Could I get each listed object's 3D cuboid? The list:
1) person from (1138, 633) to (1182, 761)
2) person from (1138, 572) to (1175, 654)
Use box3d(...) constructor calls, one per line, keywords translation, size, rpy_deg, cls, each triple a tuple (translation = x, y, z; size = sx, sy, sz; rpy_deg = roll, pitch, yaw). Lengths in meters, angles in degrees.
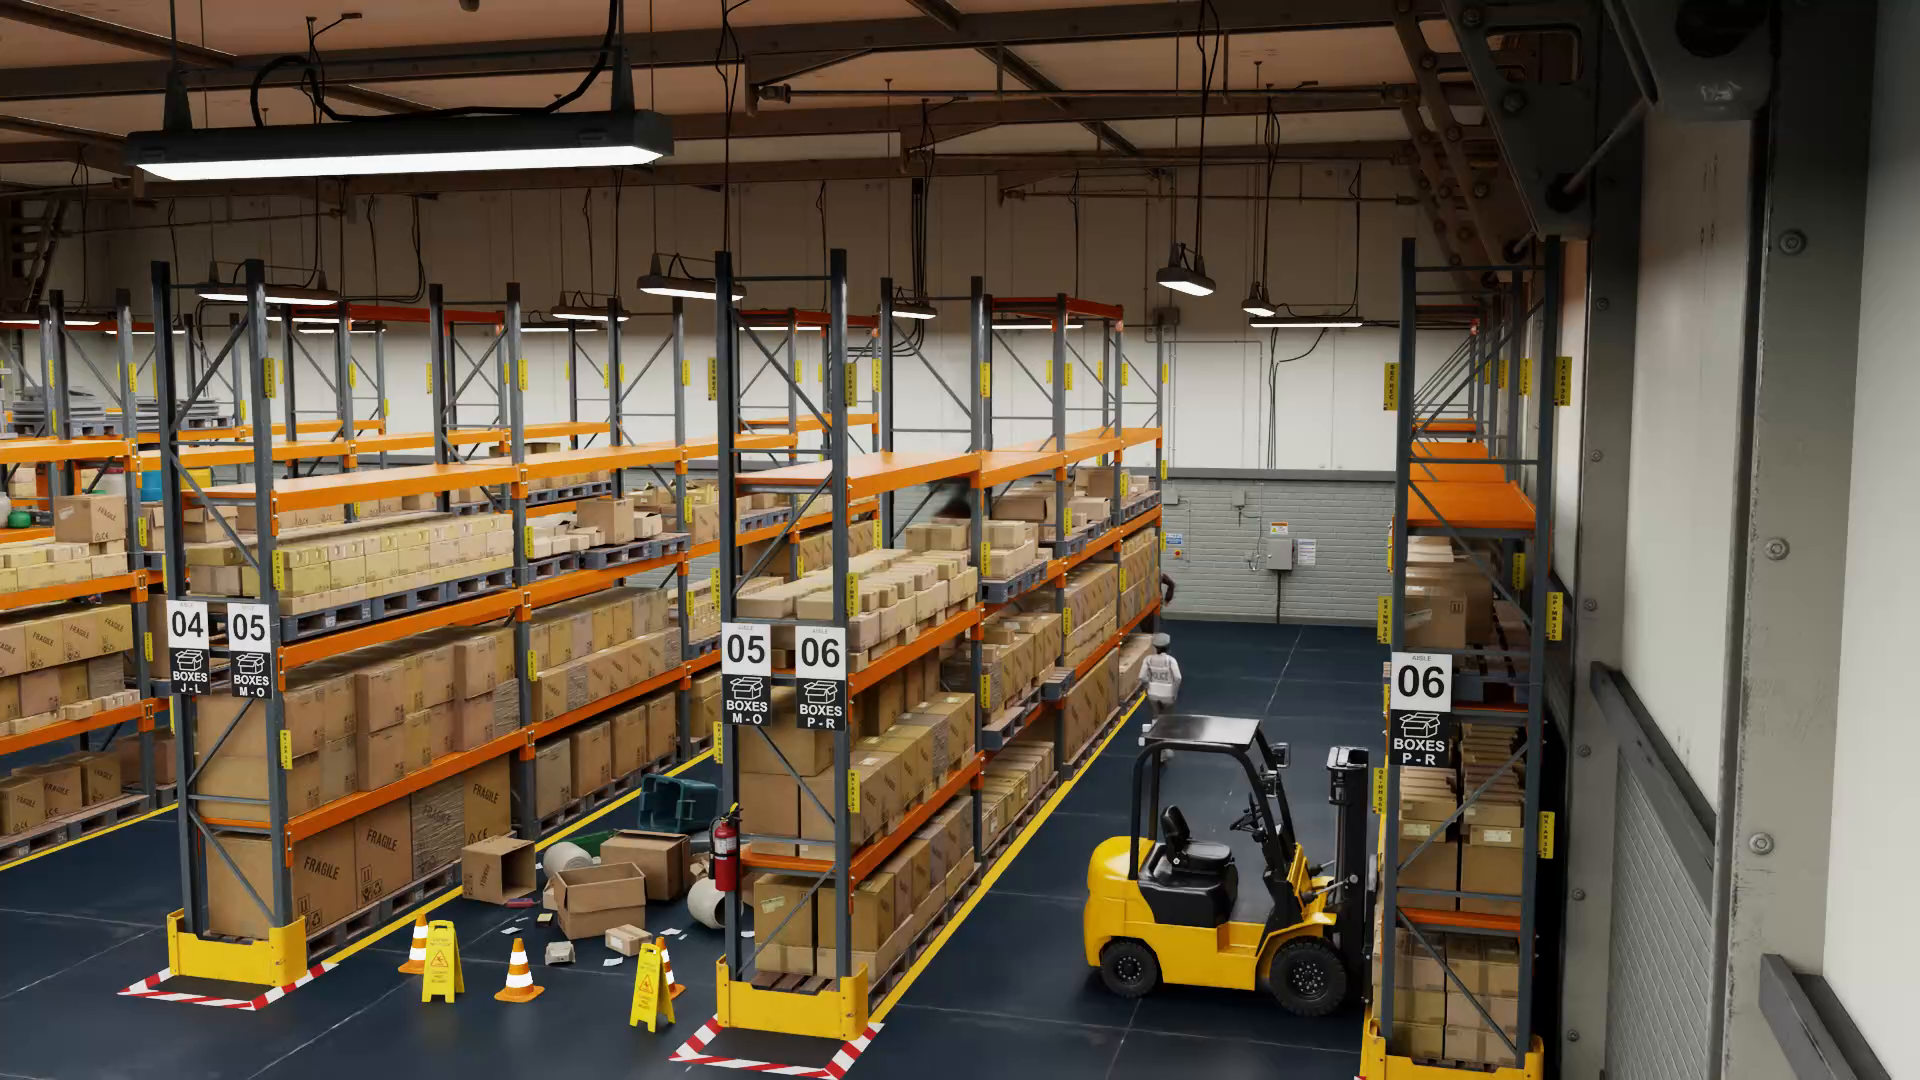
box3d(translation=(2.634, 2.038, 21.751), size=(0.597, 1.665, 0.557), rpy_deg=(2, 6, 16), cls="person")
box3d(translation=(3.355, 1.182, 29.375), size=(0.709, 1.719, 0.691), rpy_deg=(5, 8, 40), cls="person")
